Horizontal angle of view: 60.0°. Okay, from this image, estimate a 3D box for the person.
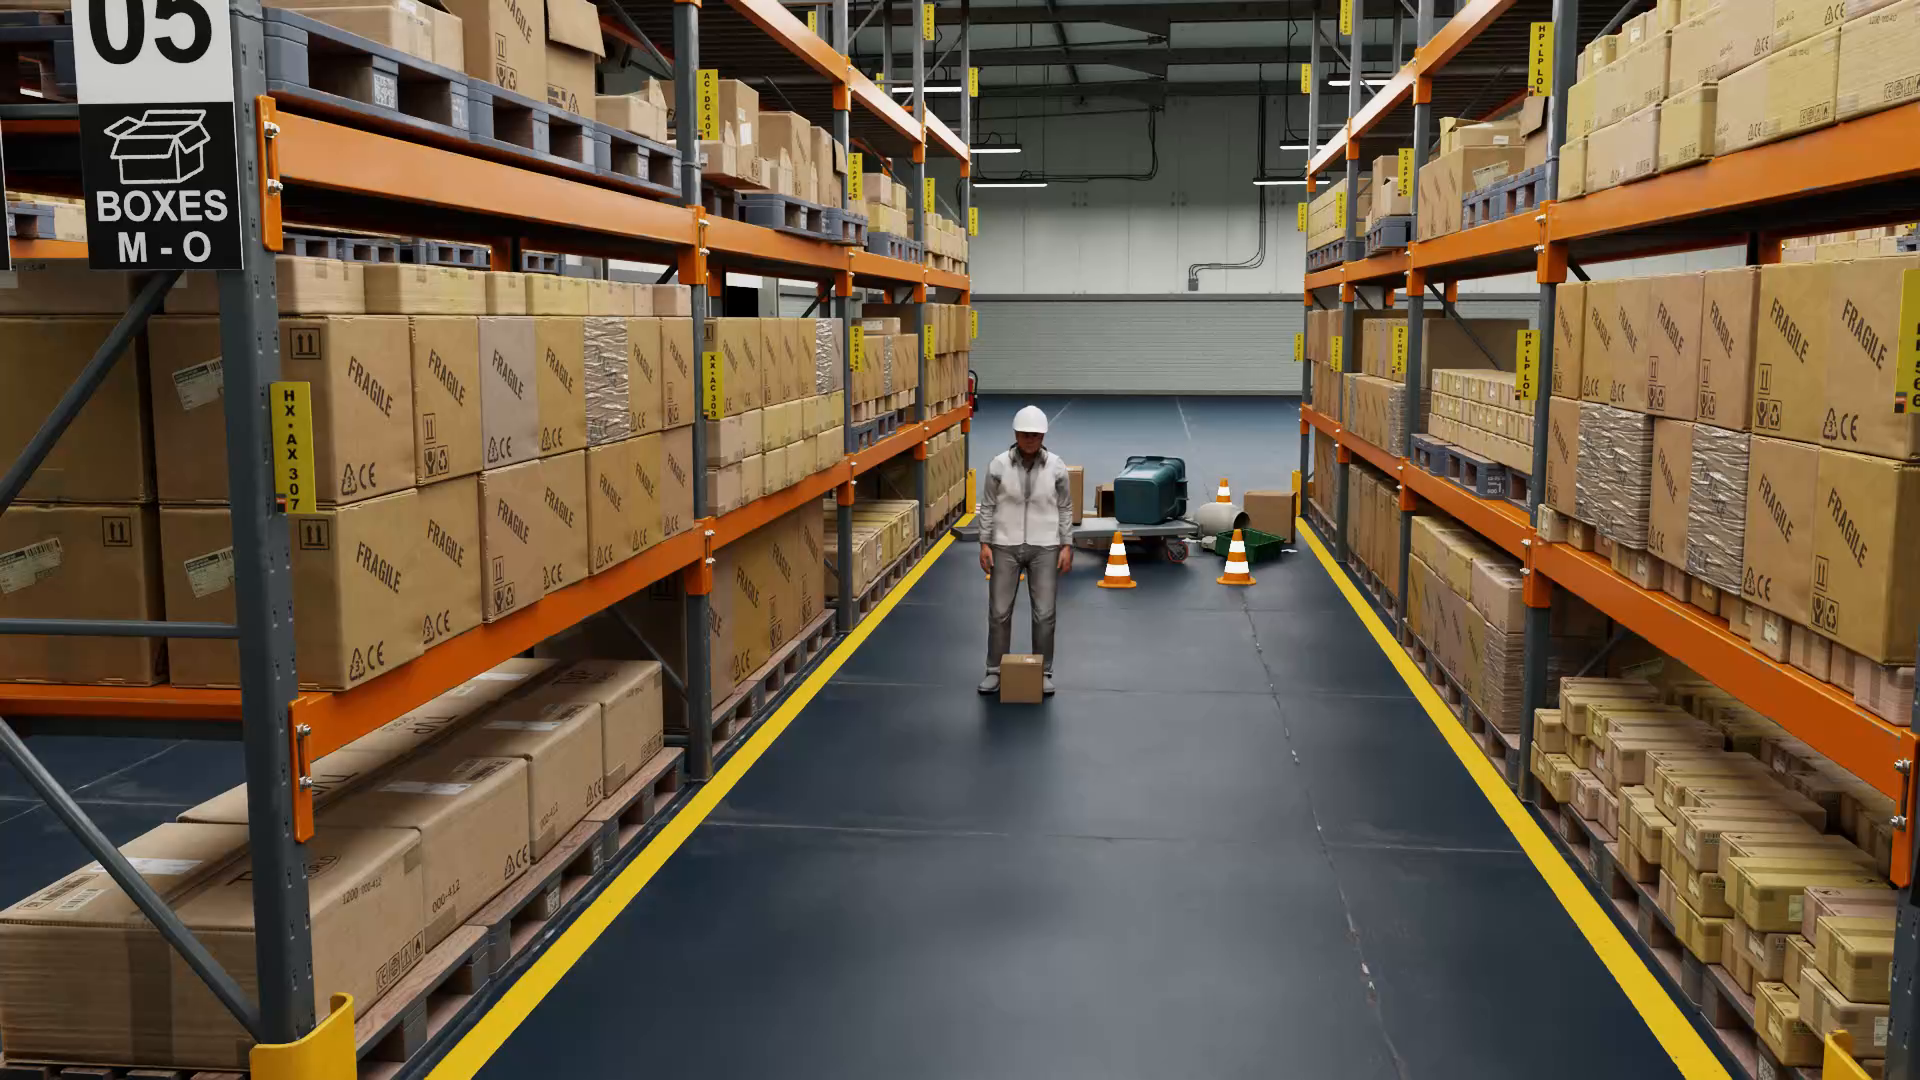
[{"bbox_3d":[0.405,0.055,10.274,0.590,1.770,0.465,0,8,3],"label":"person"}]
